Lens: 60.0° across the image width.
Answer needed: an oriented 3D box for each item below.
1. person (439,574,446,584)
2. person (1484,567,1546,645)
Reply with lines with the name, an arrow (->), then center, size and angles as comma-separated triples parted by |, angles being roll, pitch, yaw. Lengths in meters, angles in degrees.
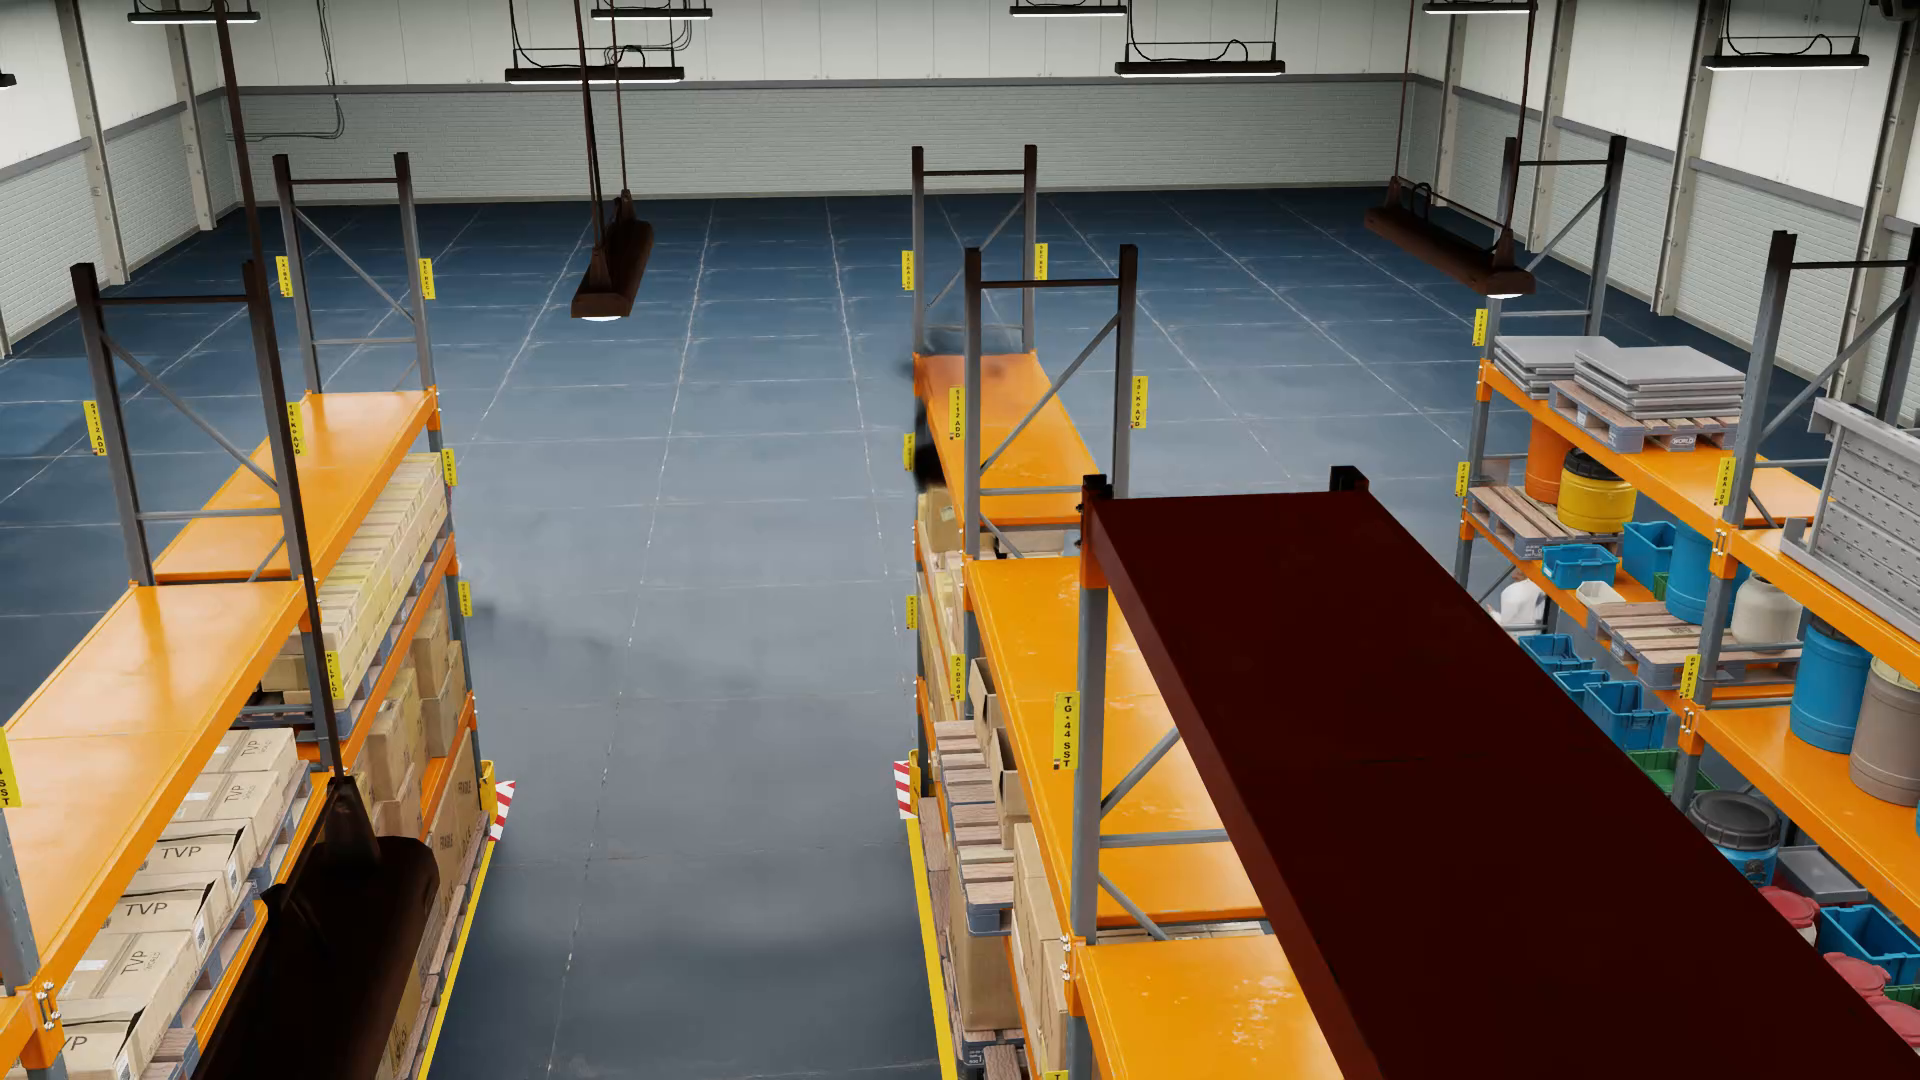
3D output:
person -> -6.470, -0.188, 19.847 | 0.631, 1.675, 0.653 | 12, 25, 28
person -> 5.619, 1.017, 16.818 | 0.720, 1.734, 0.707 | 15, 26, 32
